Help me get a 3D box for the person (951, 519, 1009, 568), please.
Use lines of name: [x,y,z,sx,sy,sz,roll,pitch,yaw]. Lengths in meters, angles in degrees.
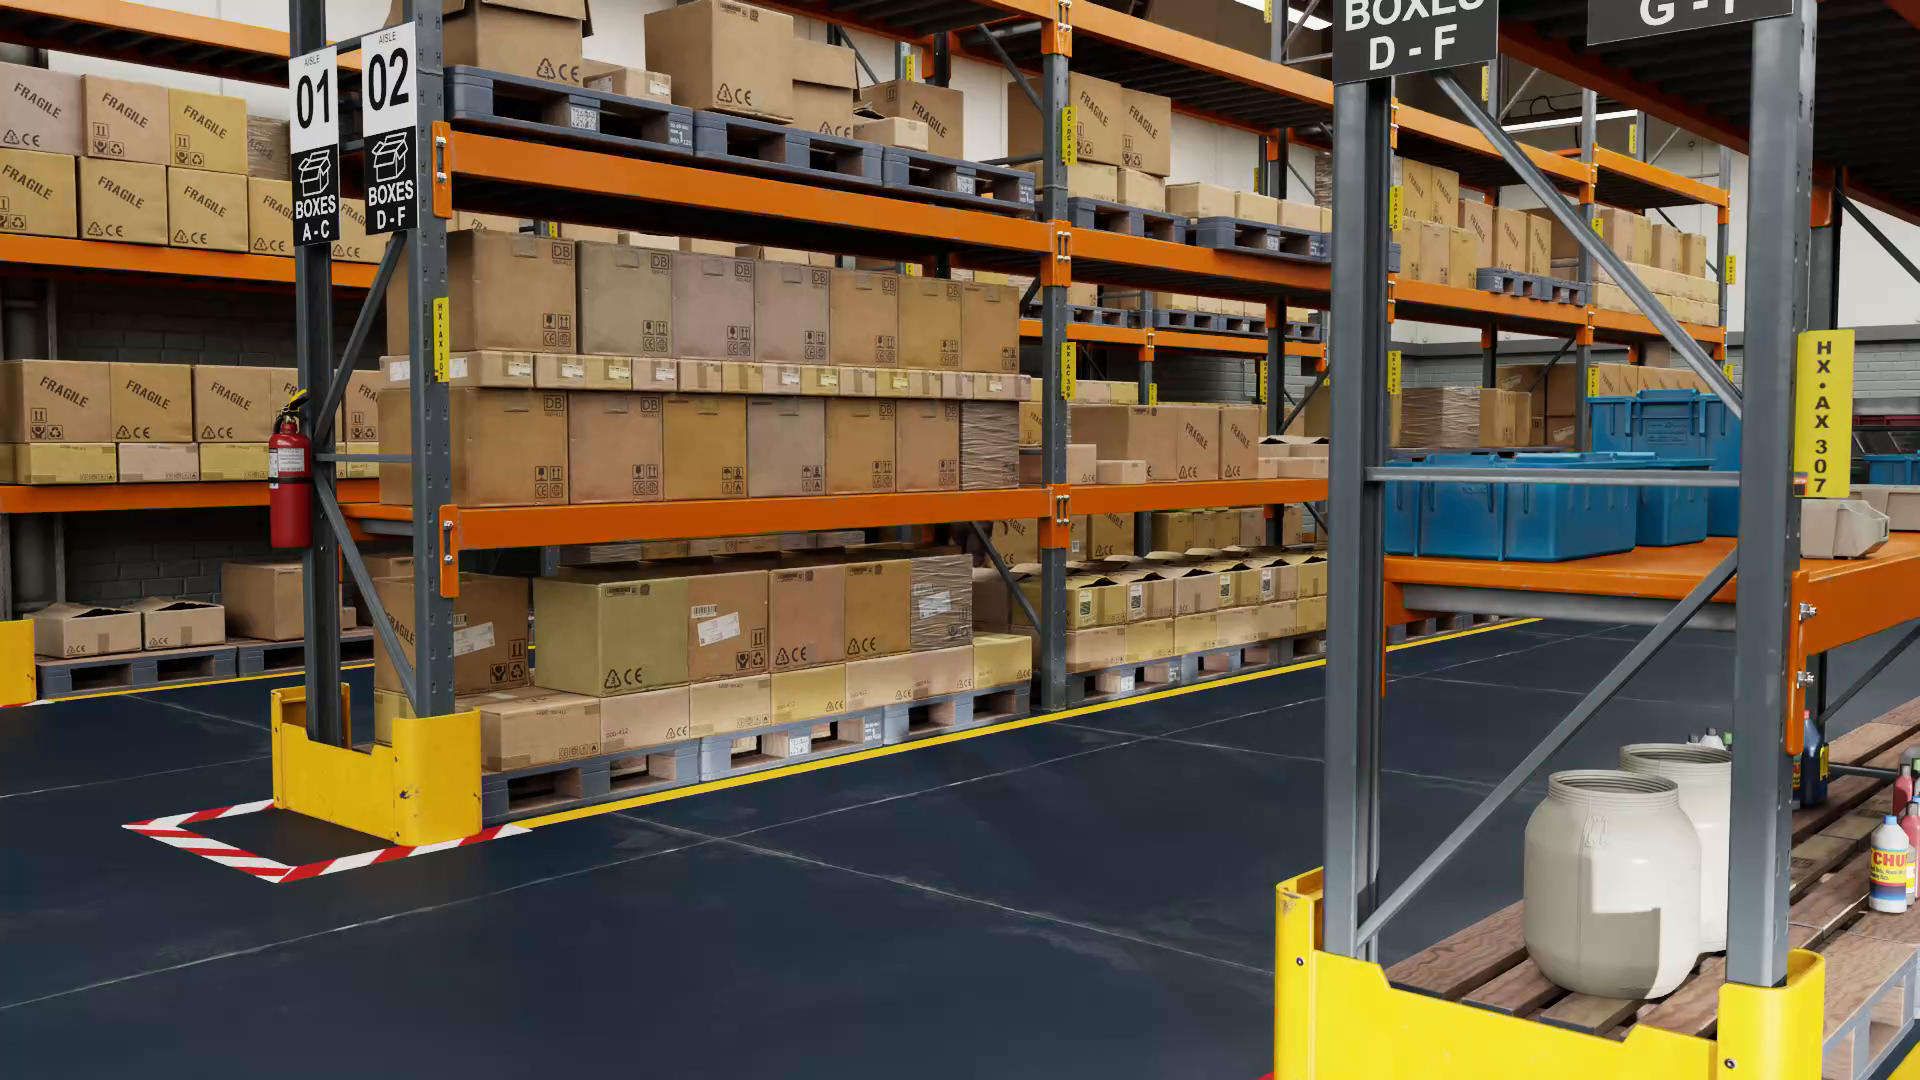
person: [0.136,-0.128,14.151,0.571,1.758,0.758,2,4,29]
